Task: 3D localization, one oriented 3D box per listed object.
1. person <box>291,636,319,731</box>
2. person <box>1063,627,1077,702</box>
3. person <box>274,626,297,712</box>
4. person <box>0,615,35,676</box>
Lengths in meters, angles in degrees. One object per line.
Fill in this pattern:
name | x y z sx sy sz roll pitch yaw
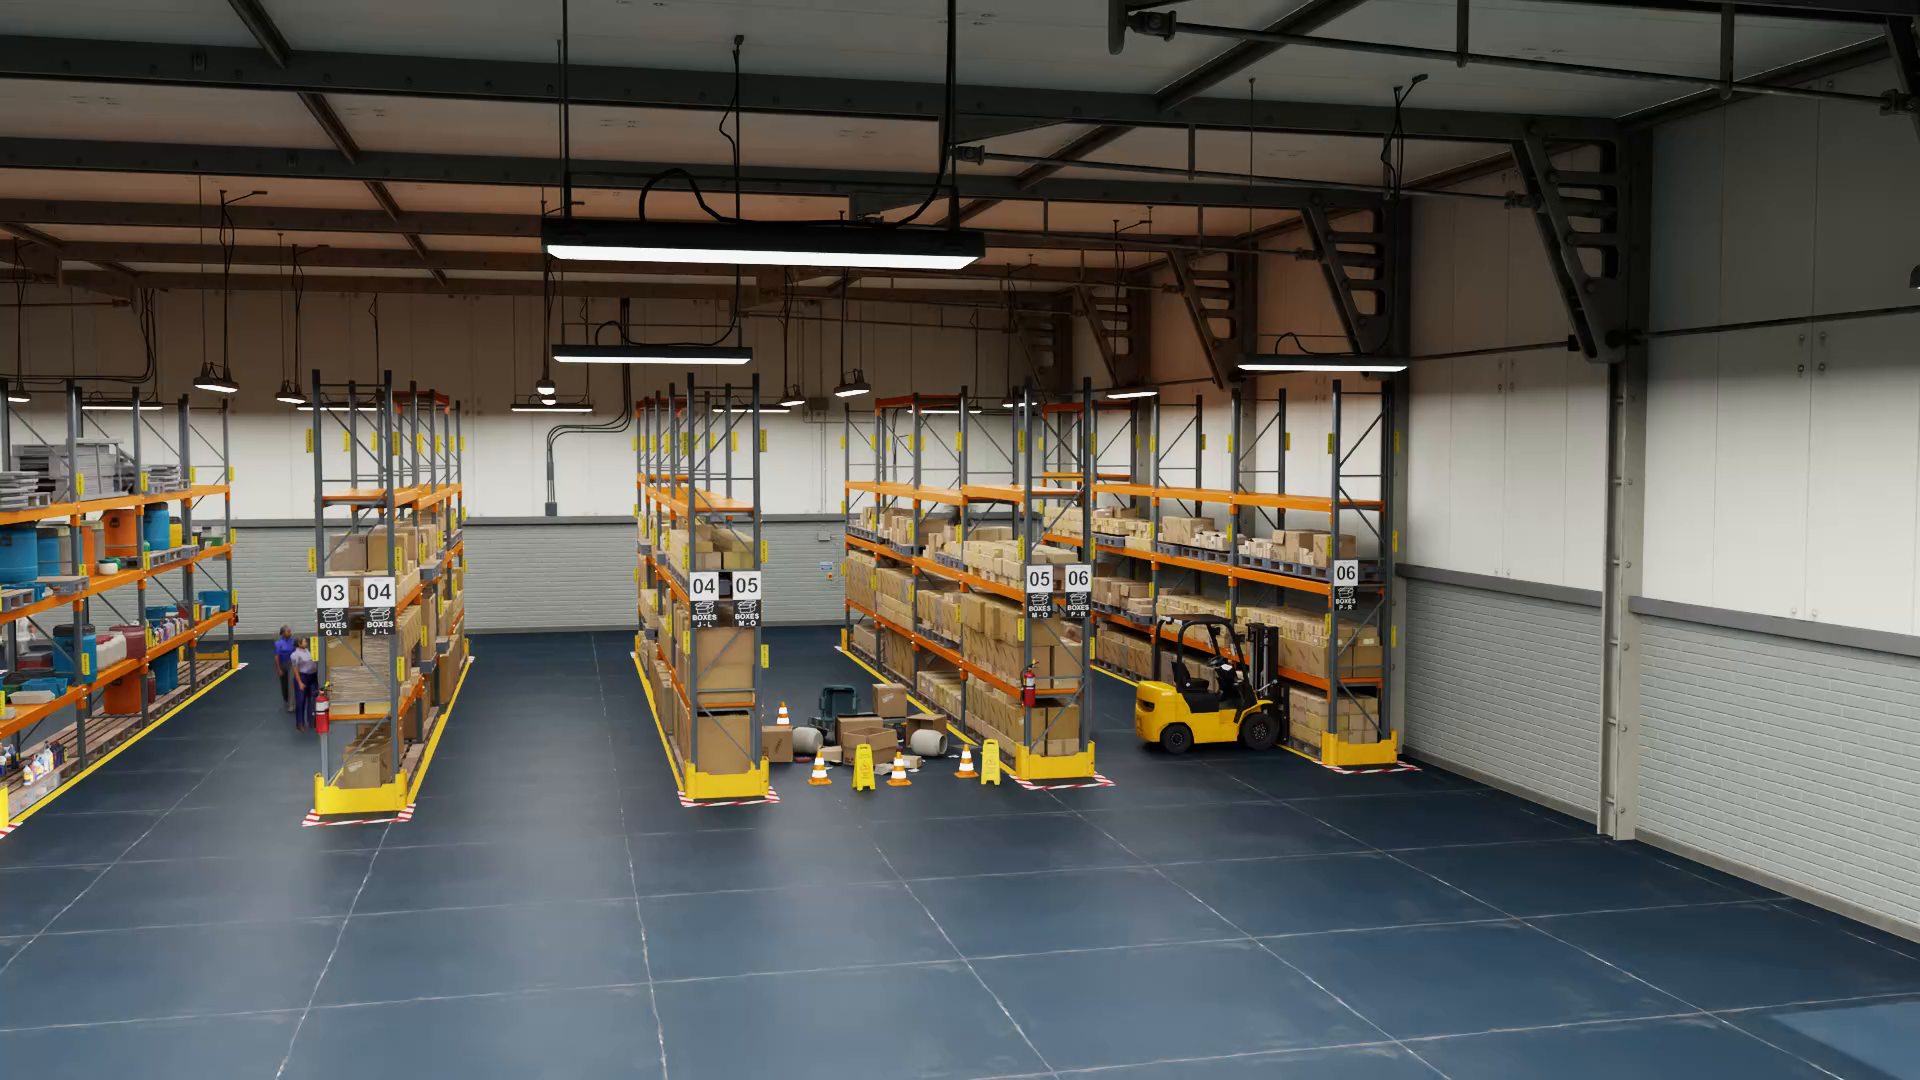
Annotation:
person | -11.493 2.523 29.292 0.442 1.663 0.536 2 4 27
person | 1.881 2.404 30.126 0.544 1.700 0.580 -1 3 -11
person | -12.627 2.410 31.220 0.425 1.594 0.973 -1 3 -15
person | -19.811 2.149 34.951 0.771 1.807 0.878 -1 3 -15
